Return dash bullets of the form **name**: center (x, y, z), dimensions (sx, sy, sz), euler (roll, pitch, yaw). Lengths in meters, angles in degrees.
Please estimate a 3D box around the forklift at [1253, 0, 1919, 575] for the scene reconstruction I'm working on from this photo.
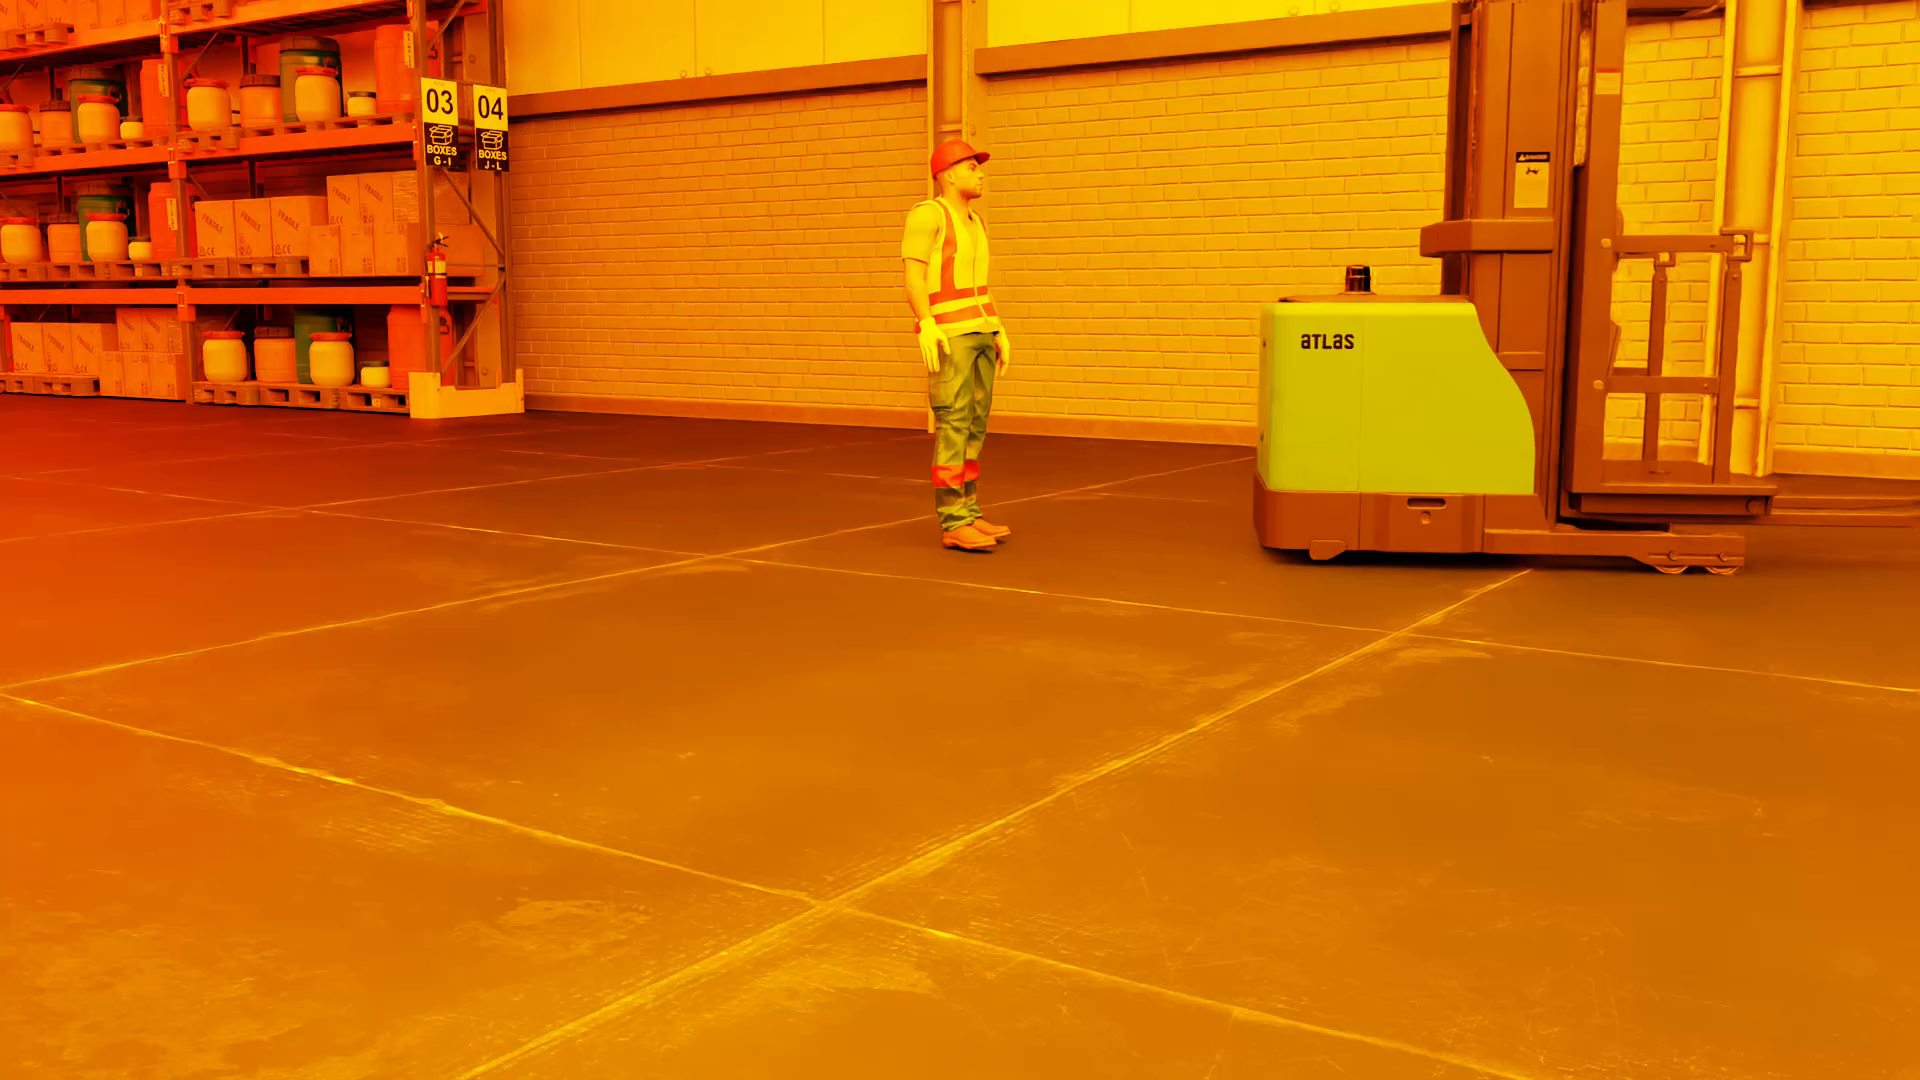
- **forklift**: center (2.819, -1.391, 6.971), dimensions (3.031, 2.935, 1.130), euler (1, 8, 7)

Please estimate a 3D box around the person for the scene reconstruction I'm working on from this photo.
- **person**: center (0.059, -0.885, 7.422), dimensions (0.563, 1.788, 0.638), euler (5, 10, 34)
